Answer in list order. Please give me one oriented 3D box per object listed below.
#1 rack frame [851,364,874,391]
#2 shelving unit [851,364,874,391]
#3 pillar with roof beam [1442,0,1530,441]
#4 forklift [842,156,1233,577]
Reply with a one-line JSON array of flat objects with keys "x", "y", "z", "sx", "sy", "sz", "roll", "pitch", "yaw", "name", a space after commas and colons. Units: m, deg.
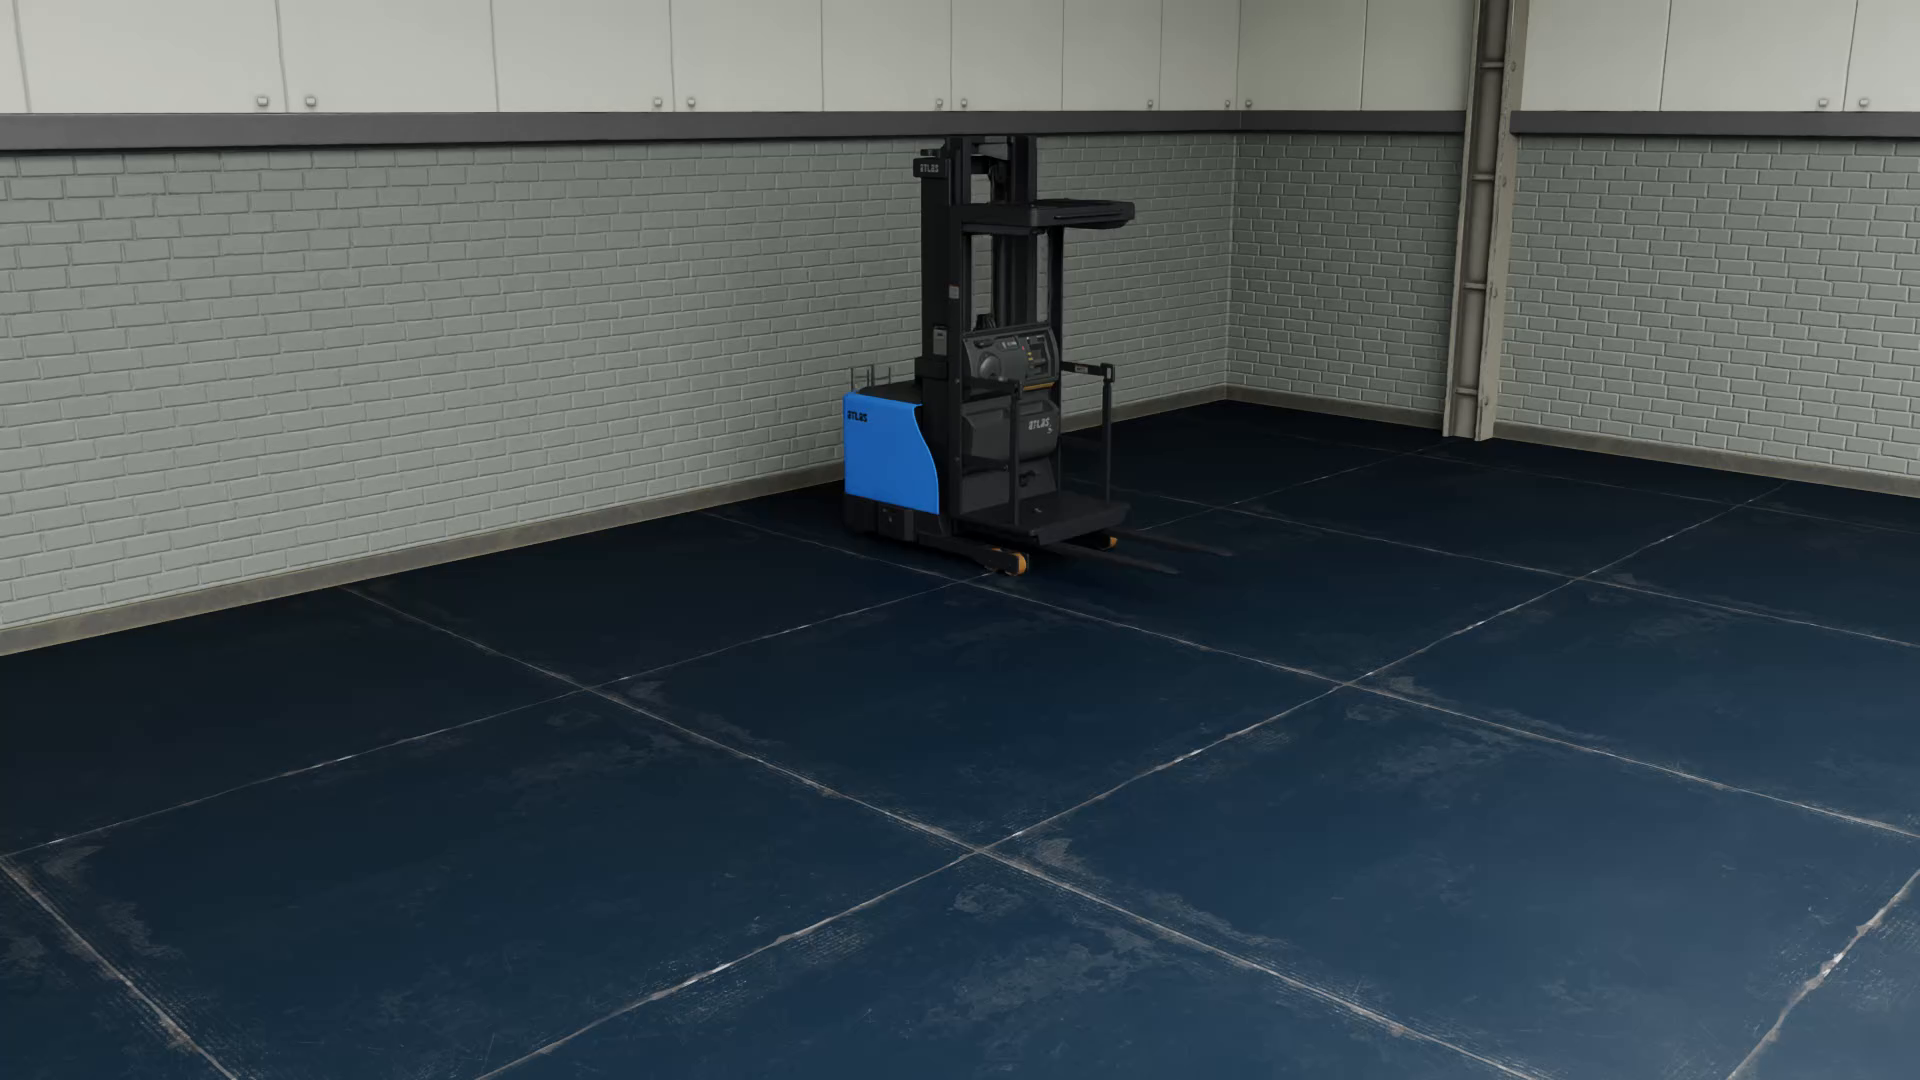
[{"x": -0.752, "y": -0.763, "z": 12.980, "sx": 0.006, "sy": 1.200, "sz": 0.240, "roll": 14, "pitch": 20, "yaw": 42, "name": "rack frame"}, {"x": -0.688, "y": -0.747, "z": 12.920, "sx": 0.184, "sy": 1.200, "sz": 0.258, "roll": 14, "pitch": 20, "yaw": 42, "name": "shelving unit"}, {"x": 2.004, "y": -4.593, "z": 12.211, "sx": 0.400, "sy": 9.000, "sz": 9.100, "roll": 14, "pitch": 20, "yaw": 42, "name": "pillar with roof beam"}, {"x": 0.521, "y": -1.249, "z": 11.678, "sx": 3.031, "sy": 2.797, "sz": 1.129, "roll": 14, "pitch": 20, "yaw": 42, "name": "forklift"}]
